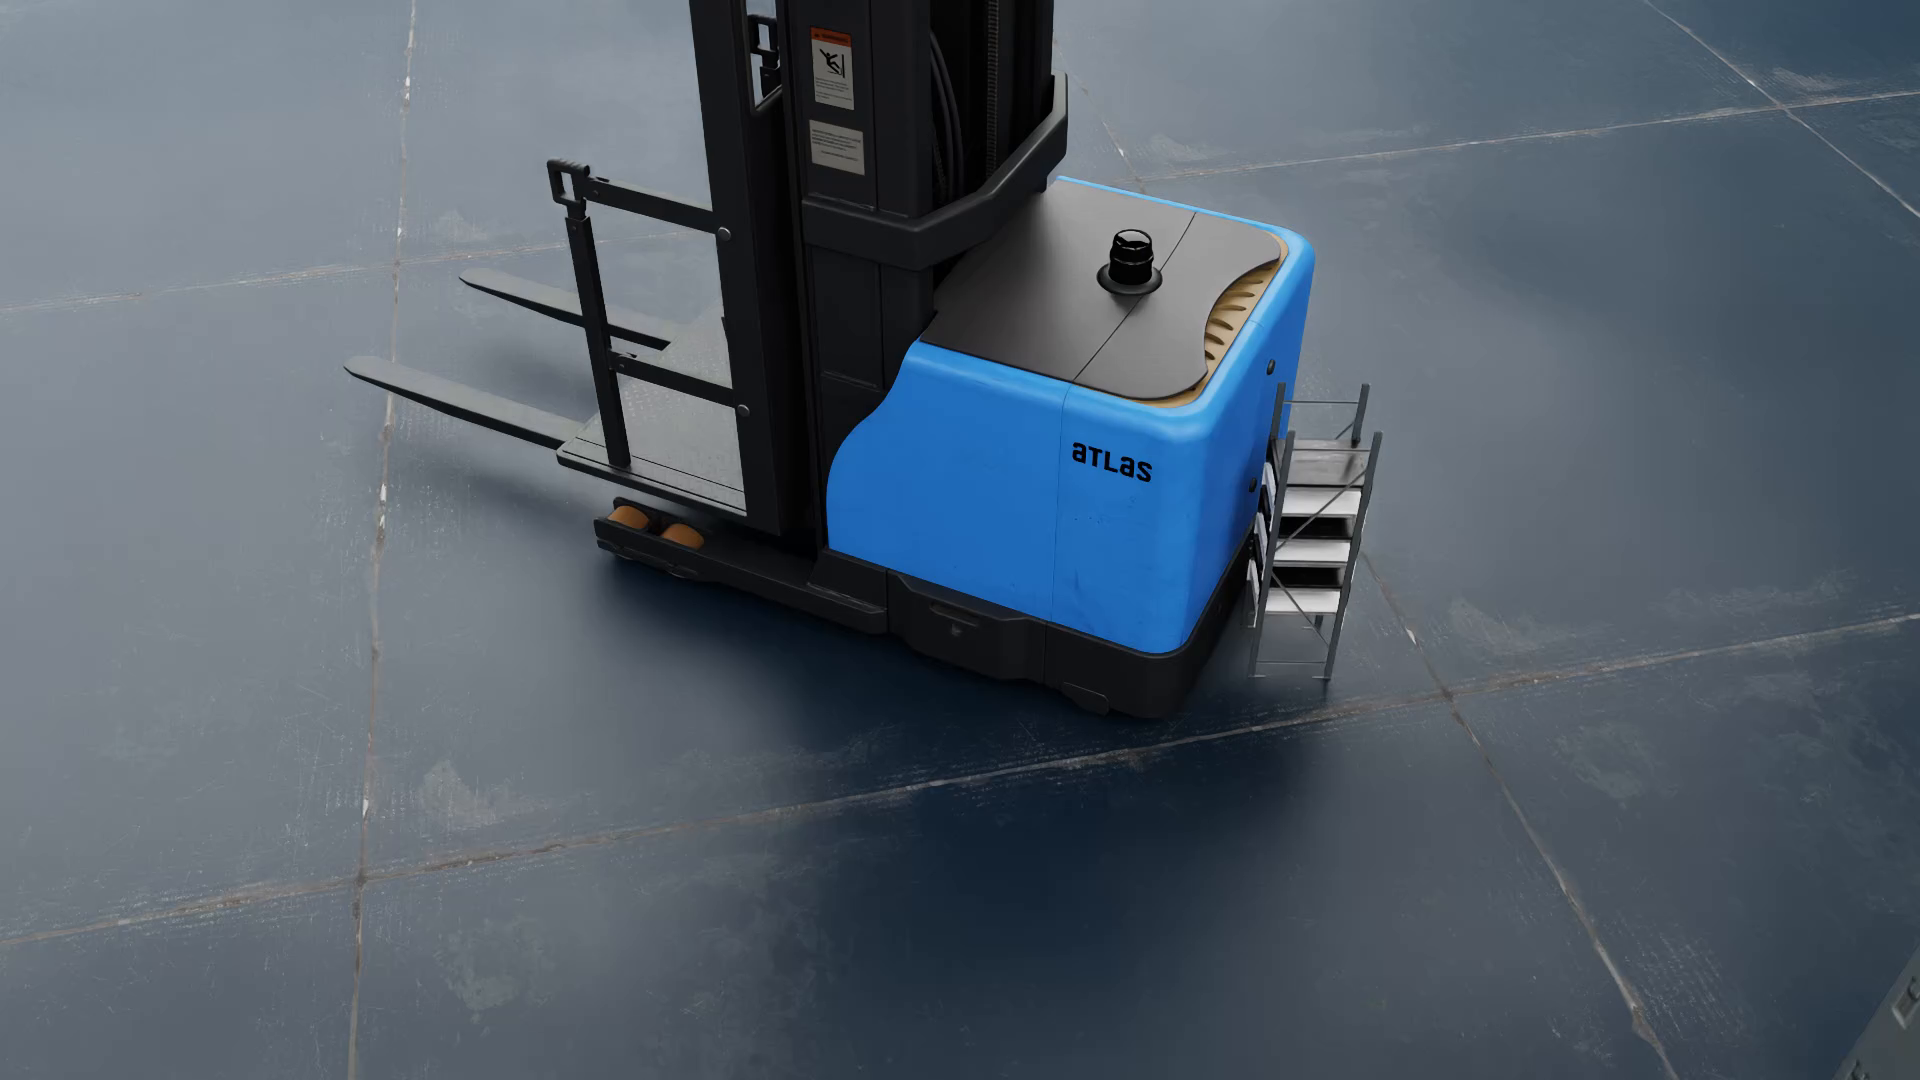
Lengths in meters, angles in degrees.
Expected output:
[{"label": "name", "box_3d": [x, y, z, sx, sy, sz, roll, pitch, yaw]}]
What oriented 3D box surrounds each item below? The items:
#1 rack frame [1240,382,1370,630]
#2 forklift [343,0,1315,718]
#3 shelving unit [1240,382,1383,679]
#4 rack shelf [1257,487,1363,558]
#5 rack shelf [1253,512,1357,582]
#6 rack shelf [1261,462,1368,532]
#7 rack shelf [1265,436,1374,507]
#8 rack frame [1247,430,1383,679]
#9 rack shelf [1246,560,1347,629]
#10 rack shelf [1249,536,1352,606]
[{"label": "rack frame", "box_3d": [0.954, -0.074, 4.655, 0.240, 0.900, 0.006, 1, 42, 1]}, {"label": "forklift", "box_3d": [-0.561, -1.276, 4.479, 3.031, 2.935, 1.130, 18, 45, 19]}, {"label": "shelving unit", "box_3d": [0.952, -0.006, 4.579, 0.258, 0.900, 0.210, 1, 42, 1]}, {"label": "rack shelf", "box_3d": [0.952, -0.049, 4.542, 0.258, 0.077, 0.200, 1, 42, 1]}, {"label": "rack shelf", "box_3d": [0.952, 0.019, 4.601, 0.258, 0.077, 0.200, 1, 42, 1]}, {"label": "rack shelf", "box_3d": [0.952, -0.116, 4.482, 0.258, 0.077, 0.200, 1, 42, 1]}, {"label": "rack shelf", "box_3d": [0.952, -0.183, 4.422, 0.258, 0.077, 0.200, 1, 42, 1]}, {"label": "rack frame", "box_3d": [0.949, 0.061, 4.503, 0.240, 0.900, 0.006, 1, 42, 1]}, {"label": "rack shelf", "box_3d": [0.952, 0.153, 4.721, 0.258, 0.077, 0.200, 1, 42, 1]}, {"label": "rack shelf", "box_3d": [0.952, 0.086, 4.661, 0.258, 0.077, 0.200, 1, 42, 1]}]
